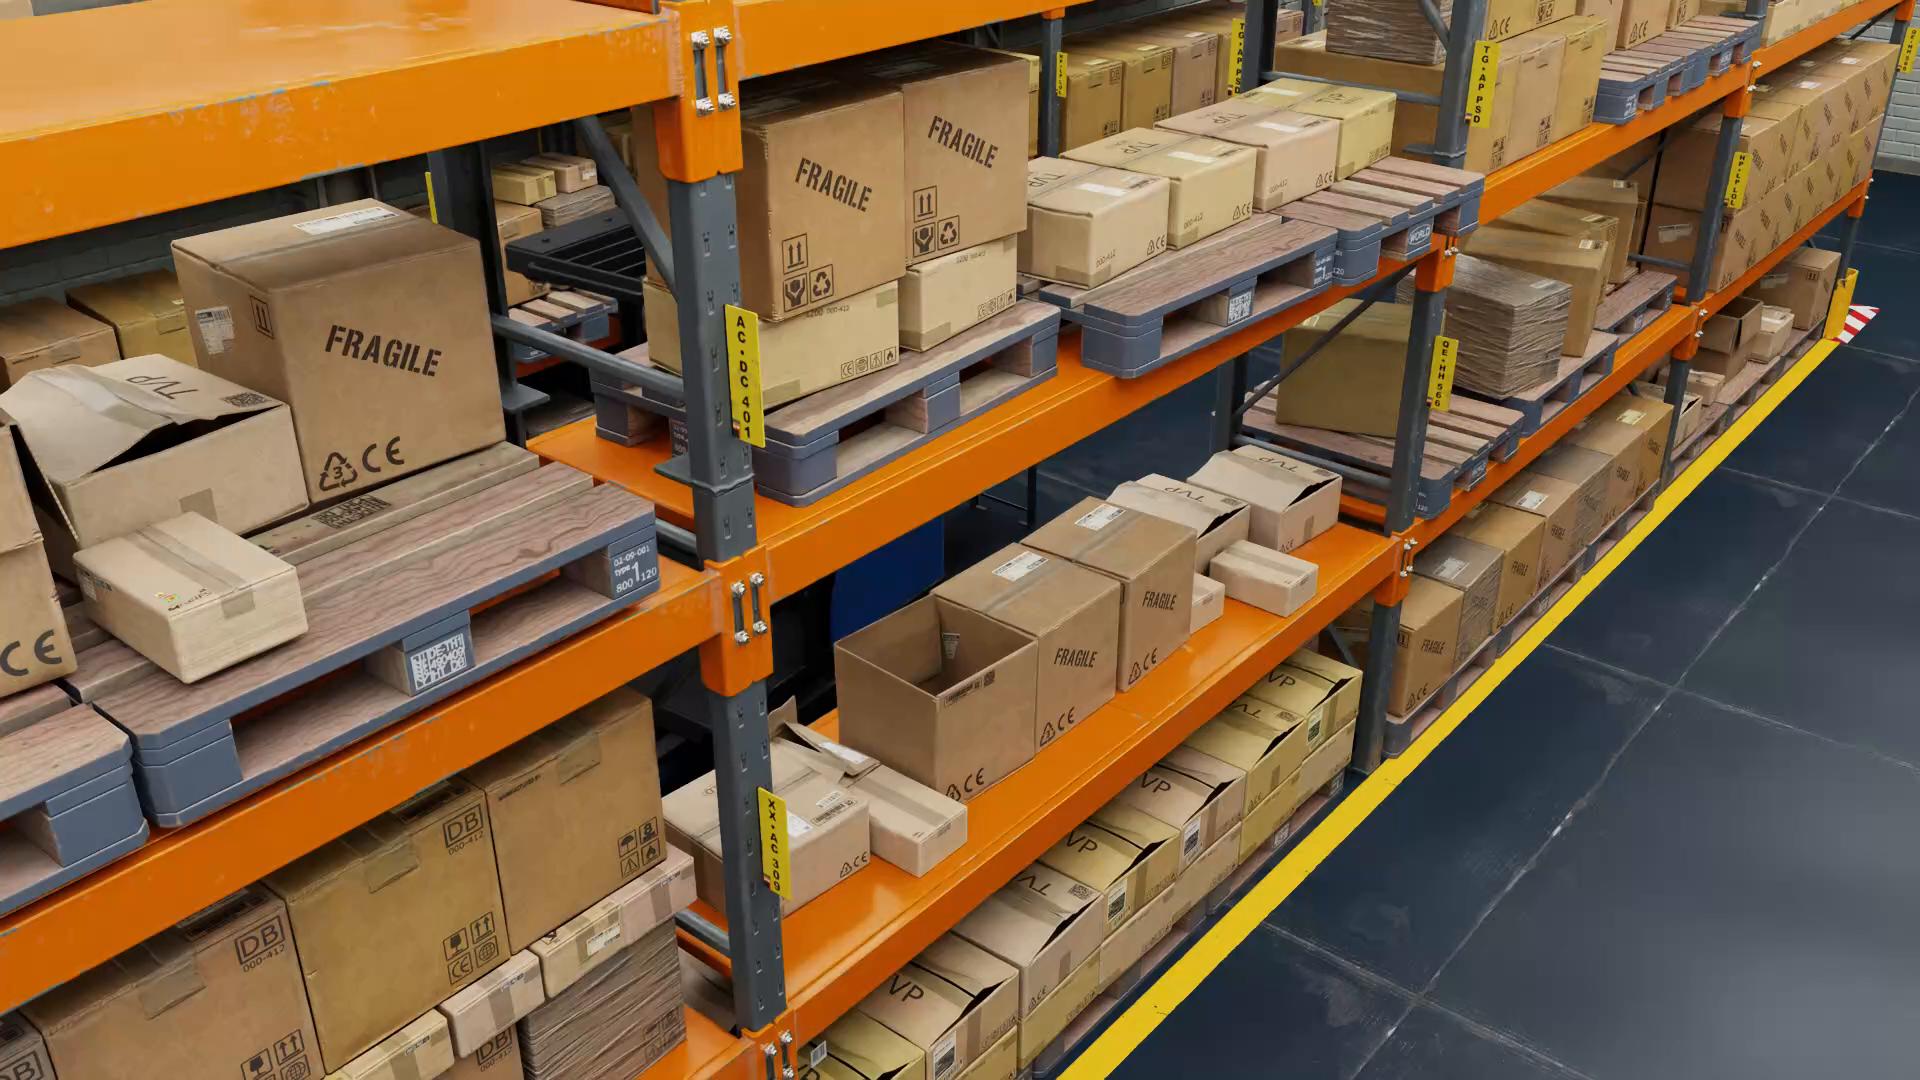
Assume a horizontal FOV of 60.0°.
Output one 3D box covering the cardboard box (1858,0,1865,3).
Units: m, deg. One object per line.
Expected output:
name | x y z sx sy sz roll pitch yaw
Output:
cardboard box | 5.956 -3.842 11.311 0.500 0.250 0.500 21 34 34

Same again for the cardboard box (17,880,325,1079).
cardboard box | -1.836 0.959 3.610 0.700 0.500 0.500 21 34 34

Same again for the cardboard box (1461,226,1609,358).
cardboard box | 3.094 -1.359 9.046 0.700 0.500 0.500 12 30 22

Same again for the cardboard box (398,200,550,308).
cardboard box | -2.825 -1.665 9.616 0.700 0.500 0.500 17 32 30

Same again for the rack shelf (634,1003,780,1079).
rack shelf | -2.191 2.093 3.723 1.077 0.370 4.000 21 34 34

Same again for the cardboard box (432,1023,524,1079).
cardboard box | -1.527 1.368 4.233 0.700 0.500 0.500 20 34 34

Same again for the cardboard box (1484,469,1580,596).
cardboard box | 3.115 -0.067 9.357 0.500 0.500 0.500 19 33 33

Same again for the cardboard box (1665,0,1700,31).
cardboard box | 3.793 -3.223 9.276 0.600 0.600 0.600 17 32 30

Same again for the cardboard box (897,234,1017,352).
cardboard box | -0.172 -0.799 4.972 0.500 0.250 0.500 17 32 30

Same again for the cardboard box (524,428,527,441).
cardboard box | -3.034 -0.467 10.129 0.700 0.500 0.500 21 34 34

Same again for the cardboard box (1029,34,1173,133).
cardboard box | 1.171 -3.797 13.998 0.980 0.700 0.700 20 33 33

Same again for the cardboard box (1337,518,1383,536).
cardboard box | 2.072 -0.194 8.786 0.500 0.250 0.500 22 35 36

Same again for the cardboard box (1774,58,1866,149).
cardboard box | 5.996 -3.076 11.735 0.500 0.500 0.500 22 34 36

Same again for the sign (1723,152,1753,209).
sign | 4.600 -2.126 9.834 0.100 0.325 0.005 21 34 34

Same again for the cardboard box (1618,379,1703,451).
cardboard box | 4.604 -0.859 11.094 0.500 0.311 0.500 21 34 34

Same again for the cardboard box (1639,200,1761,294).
cardboard box | 4.704 -1.918 10.584 0.500 0.500 0.500 22 34 36

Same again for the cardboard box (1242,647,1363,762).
cardboard box | 1.482 0.689 7.578 0.500 0.311 0.500 22 34 36

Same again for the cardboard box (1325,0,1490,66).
cardboard box | 1.908 -2.328 7.024 0.500 0.500 0.500 21 34 34

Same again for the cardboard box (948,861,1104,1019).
cardboard box | 0.187 1.416 6.173 0.500 0.311 0.500 19 33 33

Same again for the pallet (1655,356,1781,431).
pallet | 5.383 -1.211 12.362 1.003 0.211 1.213 21 34 34

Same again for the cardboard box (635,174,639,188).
cardboard box | -1.693 -2.083 10.558 0.500 0.500 0.500 22 35 36

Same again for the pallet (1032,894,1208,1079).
pallet | 0.296 1.595 6.936 1.003 0.211 1.213 21 34 34

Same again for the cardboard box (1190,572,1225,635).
cardboard box | 0.858 0.226 6.822 0.380 0.149 0.250 24 36 38

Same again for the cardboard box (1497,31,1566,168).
cardboard box | 2.201 -2.076 7.625 0.910 0.500 0.500 21 34 34

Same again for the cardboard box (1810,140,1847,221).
cardboard box | 5.990 -2.636 11.973 0.500 0.500 0.500 21 34 35

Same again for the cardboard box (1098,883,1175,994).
cardboard box | 0.507 1.483 6.655 0.500 0.250 0.500 22 34 35

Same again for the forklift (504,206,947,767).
forklift | -1.325 -0.421 7.873 1.130 2.935 3.031 18 32 30

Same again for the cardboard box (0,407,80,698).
cardboard box | -2.064 -0.016 3.030 0.637 0.503 0.797 -24 36 -38

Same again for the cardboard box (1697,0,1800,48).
cardboard box | 4.670 -3.138 9.950 0.500 0.250 0.500 21 34 34

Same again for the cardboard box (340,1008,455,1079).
cardboard box | -1.416 1.165 3.919 0.380 0.149 0.250 21 34 34

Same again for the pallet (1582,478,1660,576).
pallet | 3.682 -0.234 10.473 1.003 0.211 1.213 21 34 34

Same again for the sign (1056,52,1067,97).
sign | 0.770 -3.543 12.660 0.100 0.325 0.005 21 34 34

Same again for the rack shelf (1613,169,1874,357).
rack shelf | 5.442 -2.162 11.947 1.077 0.370 4.000 21 34 34

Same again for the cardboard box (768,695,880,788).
cardboard box | -0.501 0.758 5.666 0.396 0.266 0.258 20 33 33

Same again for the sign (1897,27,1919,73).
sign | 7.130 -3.676 12.487 0.100 0.325 0.005 21 34 34

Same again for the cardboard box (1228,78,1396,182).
cardboard box | 1.380 -1.629 6.576 0.500 0.250 0.500 18 32 31

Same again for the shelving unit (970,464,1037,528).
shelving unit | -0.054 -0.636 9.847 0.538 1.500 1.048 21 34 34

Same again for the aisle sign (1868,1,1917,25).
aisle sign | 6.994 -4.280 12.429 0.394 0.787 0.004 21 34 34

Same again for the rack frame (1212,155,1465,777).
rack frame | 1.626 -0.354 7.670 1.000 3.000 0.127 21 34 34

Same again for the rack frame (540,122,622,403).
rack frame | -2.199 -1.801 10.466 1.000 3.000 0.127 21 34 34

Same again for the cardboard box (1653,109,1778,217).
cardboard box | 4.687 -2.346 10.323 0.500 0.500 0.500 22 34 36

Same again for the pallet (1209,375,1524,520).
pallet | 2.003 -0.530 8.218 1.213 0.211 1.003 21 34 34

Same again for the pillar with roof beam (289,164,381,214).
pillar with roof beam | -0.372 -2.999 6.253 9.100 9.000 0.400 21 34 34

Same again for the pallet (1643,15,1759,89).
pallet | 3.701 -2.810 9.358 1.213 0.211 1.003 21 34 34

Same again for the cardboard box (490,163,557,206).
cardboard box | -2.589 -2.079 9.711 0.380 0.149 0.250 15 31 26

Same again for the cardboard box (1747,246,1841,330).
cardboard box | 6.558 -2.011 13.114 0.500 0.500 0.500 21 34 34

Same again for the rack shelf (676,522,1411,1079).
rack shelf | 0.353 0.674 6.465 1.077 0.370 4.000 21 34 34
